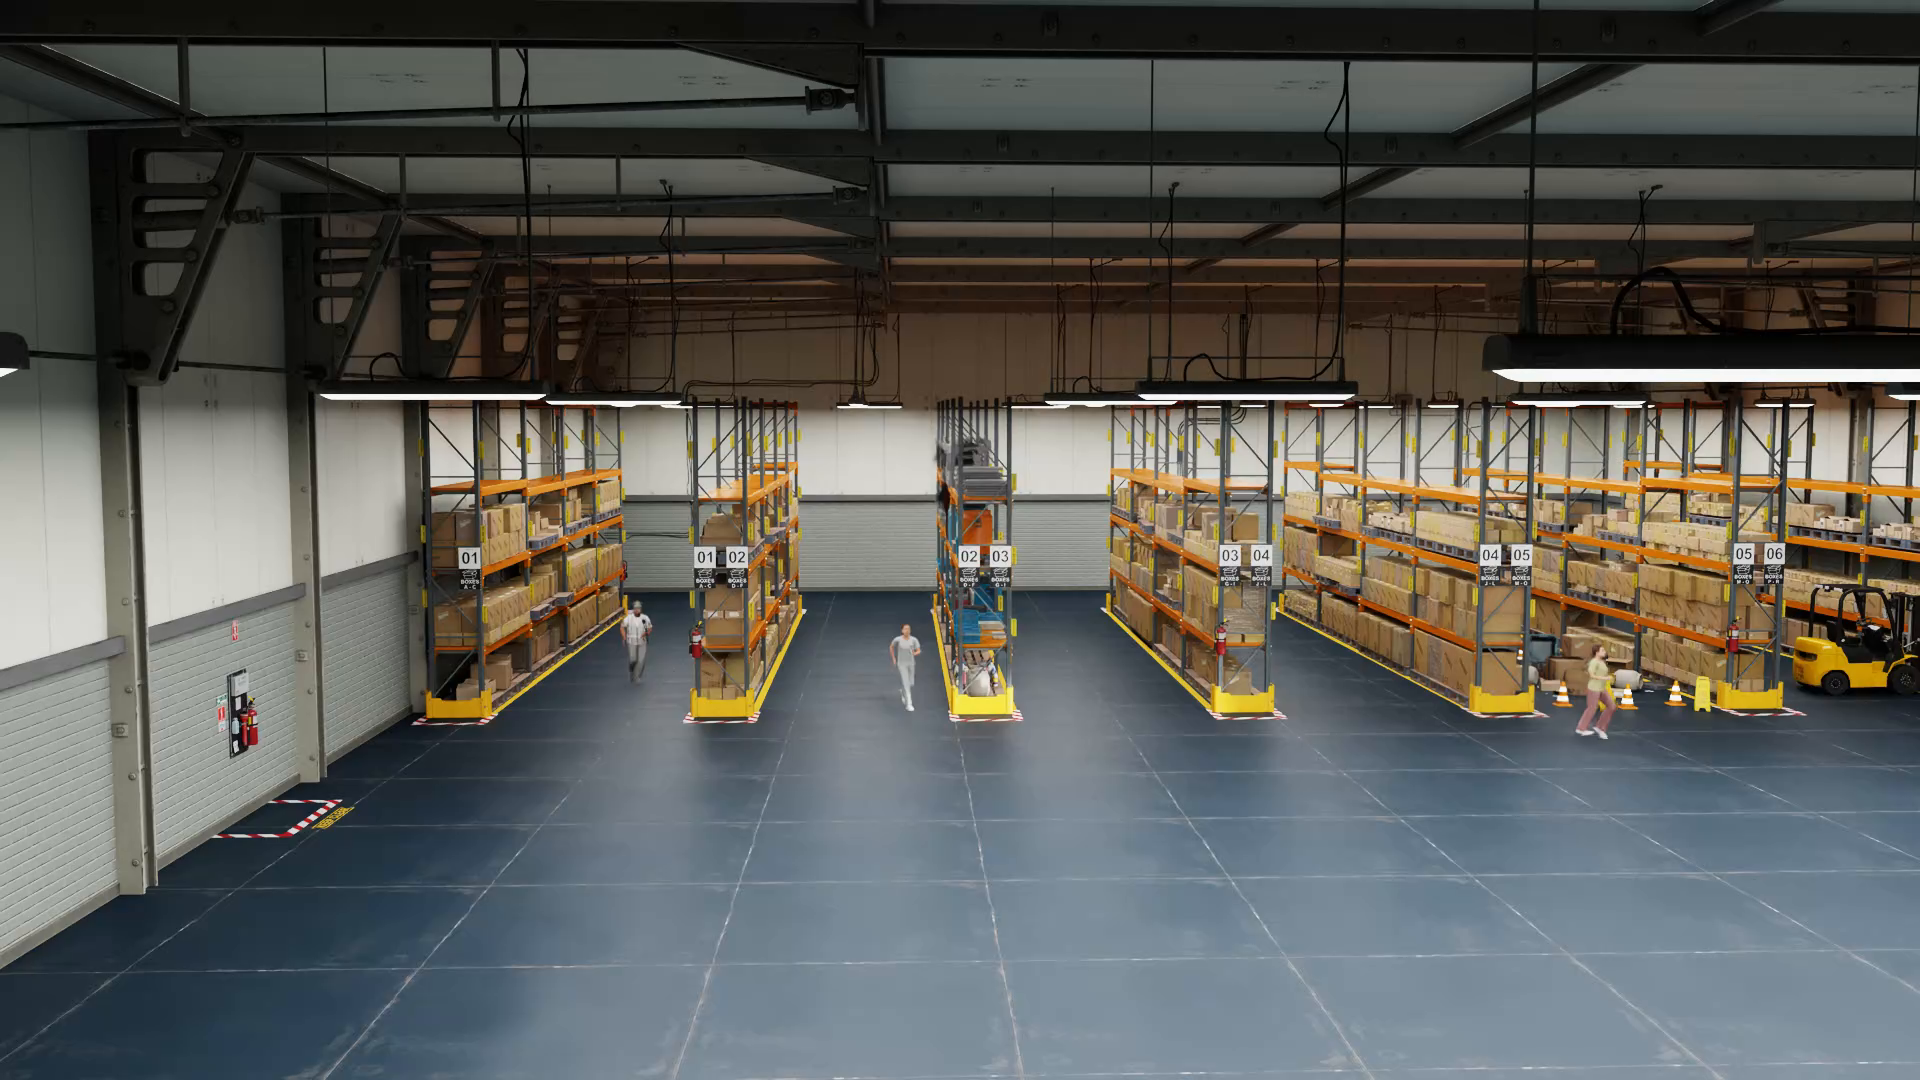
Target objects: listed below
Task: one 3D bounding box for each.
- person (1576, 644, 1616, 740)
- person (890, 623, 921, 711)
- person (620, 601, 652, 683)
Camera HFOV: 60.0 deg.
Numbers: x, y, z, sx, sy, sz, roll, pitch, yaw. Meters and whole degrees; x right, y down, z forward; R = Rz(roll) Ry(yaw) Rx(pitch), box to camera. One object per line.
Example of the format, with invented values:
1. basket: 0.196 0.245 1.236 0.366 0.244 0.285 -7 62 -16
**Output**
1. person: 11.119 2.655 29.054 0.571 1.689 0.689 -4 6 -44
2. person: -1.044 2.407 31.957 0.566 1.650 0.914 -1 5 -16
3. person: -6.764 2.155 34.849 0.651 1.740 0.602 -1 5 -16
